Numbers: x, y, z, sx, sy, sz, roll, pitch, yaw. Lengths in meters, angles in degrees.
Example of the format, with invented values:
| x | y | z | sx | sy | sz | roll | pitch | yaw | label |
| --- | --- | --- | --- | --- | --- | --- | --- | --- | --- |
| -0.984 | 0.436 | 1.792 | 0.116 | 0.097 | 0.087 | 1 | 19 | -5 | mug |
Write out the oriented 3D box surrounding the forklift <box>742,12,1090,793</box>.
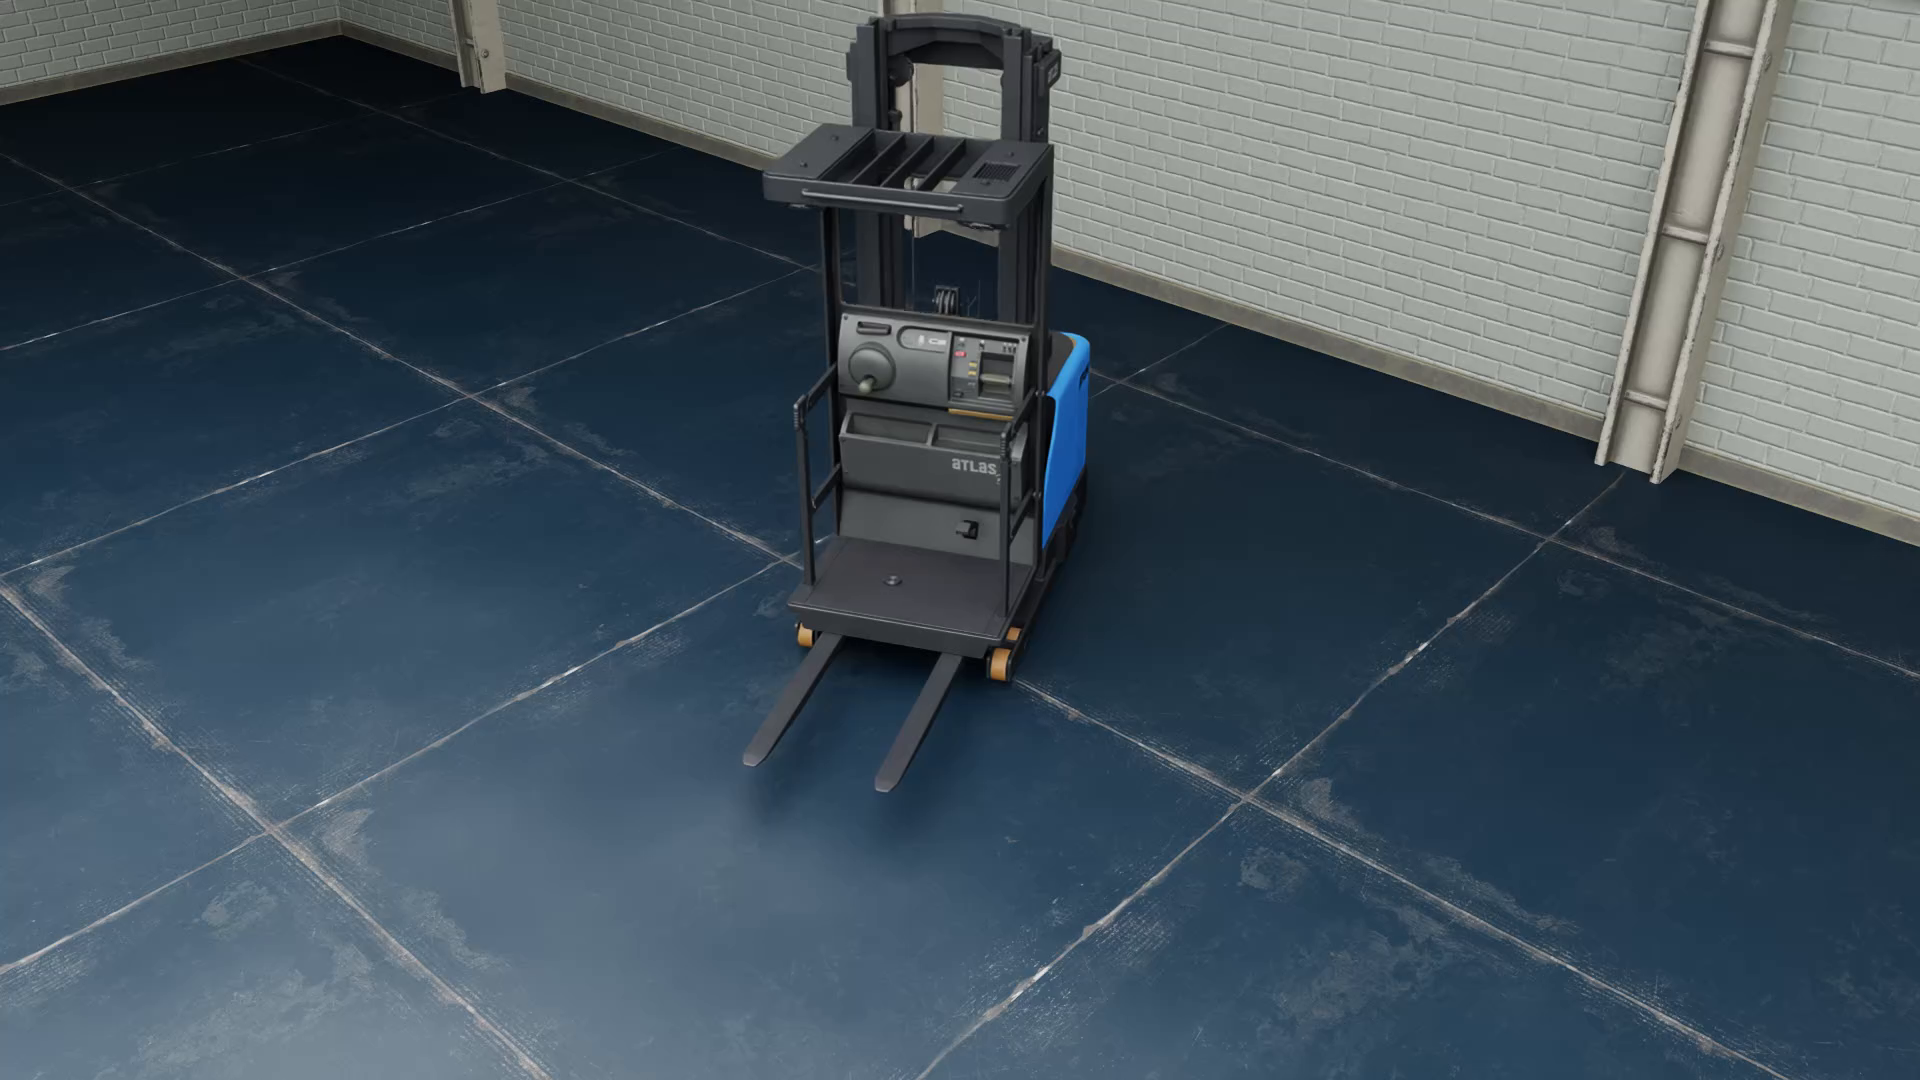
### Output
| x | y | z | sx | sy | sz | roll | pitch | yaw | label |
| --- | --- | --- | --- | --- | --- | --- | --- | --- | --- |
| -0.191 | -0.794 | 7.727 | 1.130 | 2.935 | 3.031 | 9 | 32 | 14 | forklift |

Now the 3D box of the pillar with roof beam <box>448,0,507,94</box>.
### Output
| x | y | z | sx | sy | sz | roll | pitch | yaw | label |
| --- | --- | --- | --- | --- | --- | --- | --- | --- | --- |
| -7.716 | -6.818 | 11.850 | 0.400 | 9.000 | 9.100 | 25 | 39 | 35 | pillar with roof beam |

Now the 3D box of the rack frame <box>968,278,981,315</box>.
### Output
| x | y | z | sx | sy | sz | roll | pitch | yaw | label |
| --- | --- | --- | --- | --- | --- | --- | --- | --- | --- |
| 0.082 | -0.905 | 9.590 | 0.006 | 1.200 | 0.240 | 9 | 32 | 14 | rack frame |

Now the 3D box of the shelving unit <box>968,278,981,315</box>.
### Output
| x | y | z | sx | sy | sz | roll | pitch | yaw | label |
| --- | --- | --- | --- | --- | --- | --- | --- | --- | --- |
| 0.170 | -0.892 | 9.568 | 0.189 | 1.200 | 0.258 | 9 | 32 | 14 | shelving unit |

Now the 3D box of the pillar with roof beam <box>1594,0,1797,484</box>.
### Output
| x | y | z | sx | sy | sz | roll | pitch | yaw | label |
| --- | --- | --- | --- | --- | --- | --- | --- | --- | --- |
| 1.182 | -2.664 | 4.951 | 0.400 | 9.000 | 9.100 | 25 | 39 | 35 | pillar with roof beam |

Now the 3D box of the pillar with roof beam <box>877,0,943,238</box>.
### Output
| x | y | z | sx | sy | sz | roll | pitch | yaw | label |
| --- | --- | --- | --- | --- | --- | --- | --- | --- | --- |
| -3.267 | -4.741 | 8.400 | 0.400 | 9.000 | 9.100 | 25 | 39 | 35 | pillar with roof beam |
